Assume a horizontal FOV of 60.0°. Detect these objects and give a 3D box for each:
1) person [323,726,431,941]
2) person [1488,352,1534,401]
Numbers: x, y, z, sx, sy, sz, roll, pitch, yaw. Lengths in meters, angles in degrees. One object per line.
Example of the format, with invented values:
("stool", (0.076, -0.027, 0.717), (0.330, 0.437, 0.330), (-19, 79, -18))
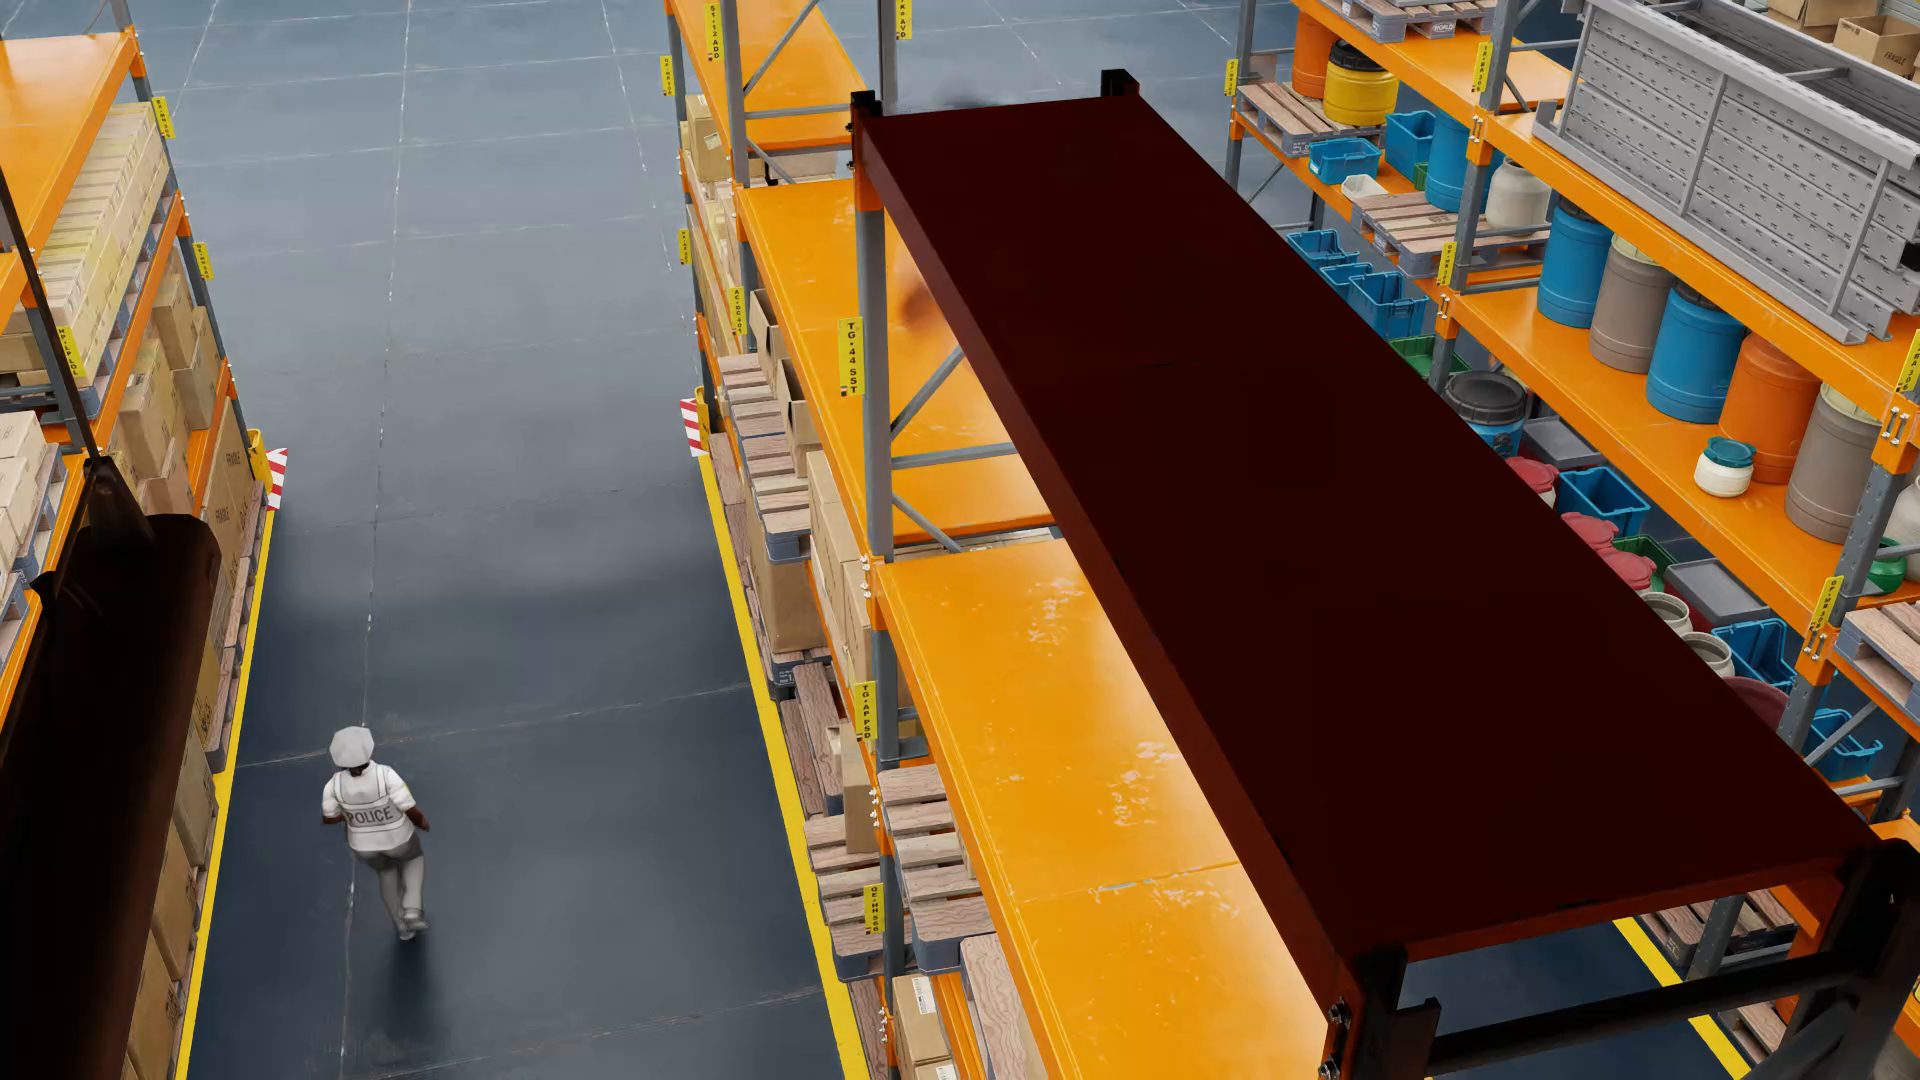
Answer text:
("person", (-3.496, 1.778, 10.060), (0.588, 1.650, 0.564), (-5, 35, -7))
("person", (4.951, -1.309, 14.708), (0.587, 1.512, 0.964), (-5, 35, -7))
